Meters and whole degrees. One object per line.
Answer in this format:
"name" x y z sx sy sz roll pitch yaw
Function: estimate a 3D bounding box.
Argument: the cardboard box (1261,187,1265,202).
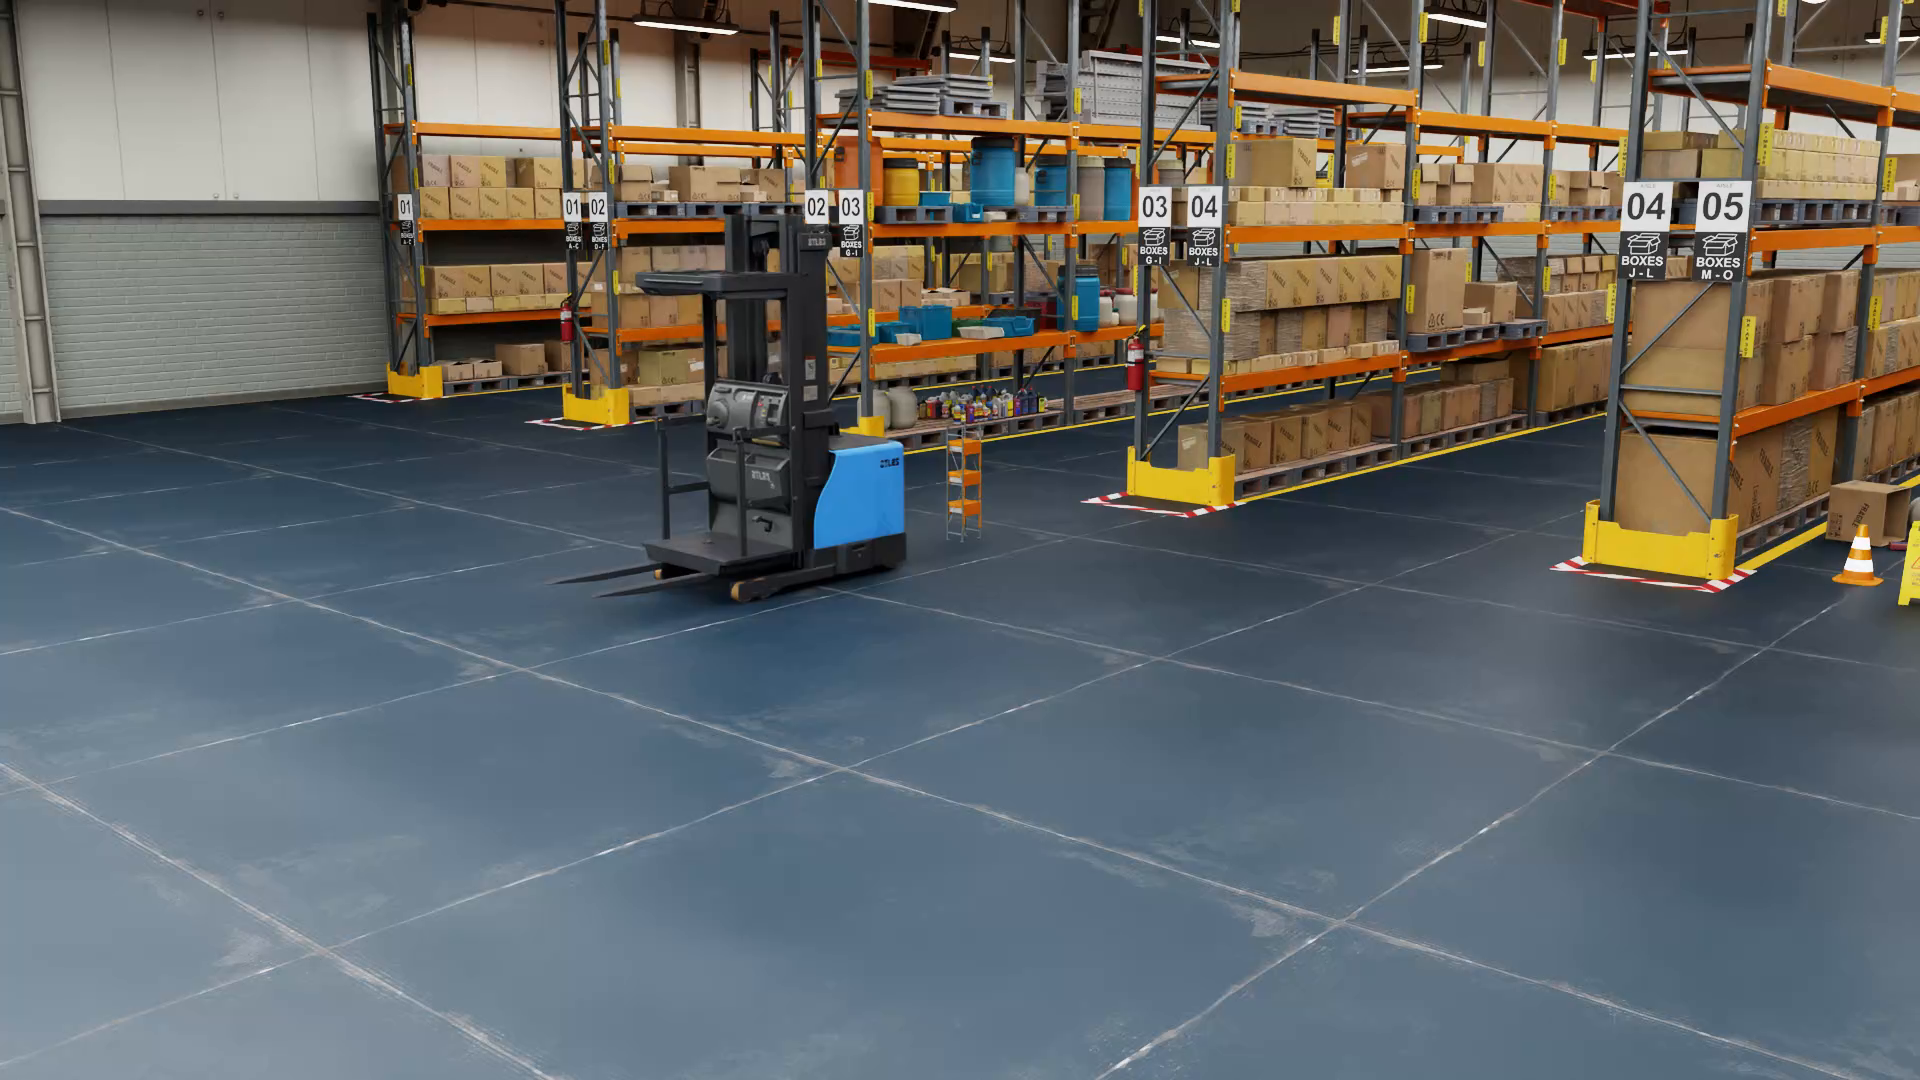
"cardboard box" 2.926 -3.581 17.225 0.380 0.149 0.250 9 15 39

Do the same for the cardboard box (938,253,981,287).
"cardboard box" -0.132 -5.917 36.448 0.980 0.700 0.700 9 15 39

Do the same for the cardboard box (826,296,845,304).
"cardboard box" -2.103 -3.855 27.238 0.396 0.266 0.258 9 15 39

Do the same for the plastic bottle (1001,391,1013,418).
"plastic bottle" 0.624 -1.836 22.425 0.144 0.351 0.185 10 15 40

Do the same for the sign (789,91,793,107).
"sign" -3.214 -8.367 31.577 0.100 0.325 0.005 10 15 40

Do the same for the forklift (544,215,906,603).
"forklift" -1.842 -1.065 13.098 1.130 2.935 3.031 11 16 43

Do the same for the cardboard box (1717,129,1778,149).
"cardboard box" 6.371 -3.244 13.452 0.380 0.149 0.250 10 15 41

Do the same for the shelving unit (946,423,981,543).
"shelving unit" 0.035 -0.523 15.187 0.215 1.050 0.252 10 15 40

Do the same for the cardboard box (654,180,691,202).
"cardboard box" -4.257 -5.167 24.600 0.500 0.311 0.500 -10 15 -41

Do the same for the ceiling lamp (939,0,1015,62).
"ceiling lamp" 0.569 -10.904 31.964 0.800 3.185 2.000 10 15 40

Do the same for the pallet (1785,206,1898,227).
"pallet" 9.121 -3.349 17.190 0.805 0.209 1.217 9 14 38

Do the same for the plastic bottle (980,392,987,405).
"plastic bottle" 0.323 -1.903 22.962 0.097 0.271 0.097 0 11 0

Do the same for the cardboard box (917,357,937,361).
"cardboard box" -0.739 -3.229 28.275 0.500 0.311 0.500 10 15 40

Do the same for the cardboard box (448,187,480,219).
"cardboard box" -8.120 -5.441 26.867 0.500 0.500 0.500 -11 16 -44

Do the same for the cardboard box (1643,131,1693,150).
"cardboard box" 5.880 -3.329 13.880 0.380 0.149 0.250 10 15 41

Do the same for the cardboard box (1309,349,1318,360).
"cardboard box" 3.749 -2.048 18.488 0.380 0.149 0.250 10 15 40

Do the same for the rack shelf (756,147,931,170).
"rack shelf" -2.308 -7.684 33.603 1.077 0.370 4.000 10 15 40

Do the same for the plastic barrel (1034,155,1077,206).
"plastic barrel" 1.346 -4.947 23.421 0.600 0.901 0.708 10 15 40

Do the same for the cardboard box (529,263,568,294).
"cardboard box" -7.014 -4.456 28.317 0.500 0.500 0.500 9 15 39

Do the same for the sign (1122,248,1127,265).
"sign" 3.155 -5.442 31.881 0.100 0.325 0.005 10 15 40

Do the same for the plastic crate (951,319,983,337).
"plastic crate" 0.065 -2.860 22.452 0.450 0.188 0.662 10 15 40

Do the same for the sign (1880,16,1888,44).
"sign" 10.779 -5.927 19.361 0.100 0.325 0.005 10 15 40

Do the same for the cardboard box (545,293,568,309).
"cardboard box" -7.009 -4.087 28.387 0.500 0.250 0.500 10 15 40

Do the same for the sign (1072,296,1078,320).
"sign" 1.579 -3.190 22.857 0.100 0.325 0.005 10 15 40

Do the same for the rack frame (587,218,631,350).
"rack frame" -6.269 -4.408 29.662 1.000 3.000 0.127 10 15 40

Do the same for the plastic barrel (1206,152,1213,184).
"plastic barrel" 4.190 -5.686 26.234 0.600 0.830 0.708 10 15 40

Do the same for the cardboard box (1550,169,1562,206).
"cardboard box" 7.882 -4.902 23.140 0.797 0.503 0.637 11 16 44

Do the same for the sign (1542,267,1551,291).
"sign" 7.948 -3.536 22.539 0.100 0.325 0.005 10 15 40

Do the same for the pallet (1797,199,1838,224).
"pallet" 7.199 -2.960 14.982 1.003 0.211 1.213 10 15 40

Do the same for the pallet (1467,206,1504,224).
"pallet" 6.063 -4.096 20.919 1.213 0.211 1.003 10 15 40

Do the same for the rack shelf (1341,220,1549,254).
"rack shelf" 6.214 -3.899 21.292 1.077 0.370 4.000 10 15 40

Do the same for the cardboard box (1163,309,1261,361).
"cardboard box" 2.637 -2.171 17.444 0.875 0.500 0.500 10 15 40

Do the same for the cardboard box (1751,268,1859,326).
"cardboard box" 8.283 -2.384 16.387 0.875 0.550 0.550 10 15 40

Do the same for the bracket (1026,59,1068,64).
"bracket" 1.066 -10.901 37.664 0.076 0.066 4.783 10 15 40

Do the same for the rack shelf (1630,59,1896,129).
"rack shelf" 7.232 -3.929 14.806 1.077 0.370 4.000 10 15 40

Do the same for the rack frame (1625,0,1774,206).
"rack frame" 5.912 -4.184 13.223 1.000 3.000 0.127 10 15 40

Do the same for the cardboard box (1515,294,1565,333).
"cardboard box" 8.059 -3.161 23.161 0.500 0.500 0.500 10 15 42

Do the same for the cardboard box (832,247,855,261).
"cardboard box" -2.454 -5.756 33.429 0.500 0.250 0.500 10 15 41

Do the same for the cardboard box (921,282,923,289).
"cardboard box" -0.999 -5.385 35.145 0.380 0.149 0.250 10 15 41

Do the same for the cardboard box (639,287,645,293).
"cardboard box" -4.593 -3.616 23.784 0.380 0.149 0.250 9 15 39

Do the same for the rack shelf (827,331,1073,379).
"rack shelf" -0.147 -2.480 21.846 1.077 0.370 4.000 10 15 40

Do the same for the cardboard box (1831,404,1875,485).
"cardboard box" 8.895 -1.036 17.452 1.050 0.750 0.750 10 15 40

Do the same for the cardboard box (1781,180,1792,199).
"cardboard box" 6.713 -2.928 13.908 0.380 0.149 0.250 10 15 41

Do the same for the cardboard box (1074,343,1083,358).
"cardboard box" 1.961 -3.680 31.276 0.500 0.500 0.500 10 15 41

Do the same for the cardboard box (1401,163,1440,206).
"cardboard box" 5.278 -4.271 19.980 0.797 0.503 0.637 9 14 38

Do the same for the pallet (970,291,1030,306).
"pallet" 0.490 -4.371 29.968 1.213 0.211 1.003 10 15 40

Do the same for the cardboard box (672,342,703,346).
"cardboard box" -4.075 -2.745 25.367 0.500 0.500 0.500 10 15 40

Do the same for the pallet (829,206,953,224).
"pallet" -0.848 -4.026 20.573 1.003 0.211 1.213 10 15 40

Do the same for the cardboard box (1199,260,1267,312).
"cardboard box" 2.821 -2.629 17.188 0.500 0.500 0.500 10 15 40

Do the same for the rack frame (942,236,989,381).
"rack frame" 0.095 -4.357 29.404 1.000 3.000 0.127 10 15 40

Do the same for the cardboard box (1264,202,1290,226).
"cardboard box" 3.101 -3.410 17.388 0.500 0.250 0.500 9 15 39

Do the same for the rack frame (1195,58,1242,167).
"rack frame" 5.376 -8.476 34.710 1.000 3.000 0.127 10 15 40

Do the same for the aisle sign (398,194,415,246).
"aisle sign" -8.732 -5.045 26.213 0.394 0.787 0.004 10 15 40
